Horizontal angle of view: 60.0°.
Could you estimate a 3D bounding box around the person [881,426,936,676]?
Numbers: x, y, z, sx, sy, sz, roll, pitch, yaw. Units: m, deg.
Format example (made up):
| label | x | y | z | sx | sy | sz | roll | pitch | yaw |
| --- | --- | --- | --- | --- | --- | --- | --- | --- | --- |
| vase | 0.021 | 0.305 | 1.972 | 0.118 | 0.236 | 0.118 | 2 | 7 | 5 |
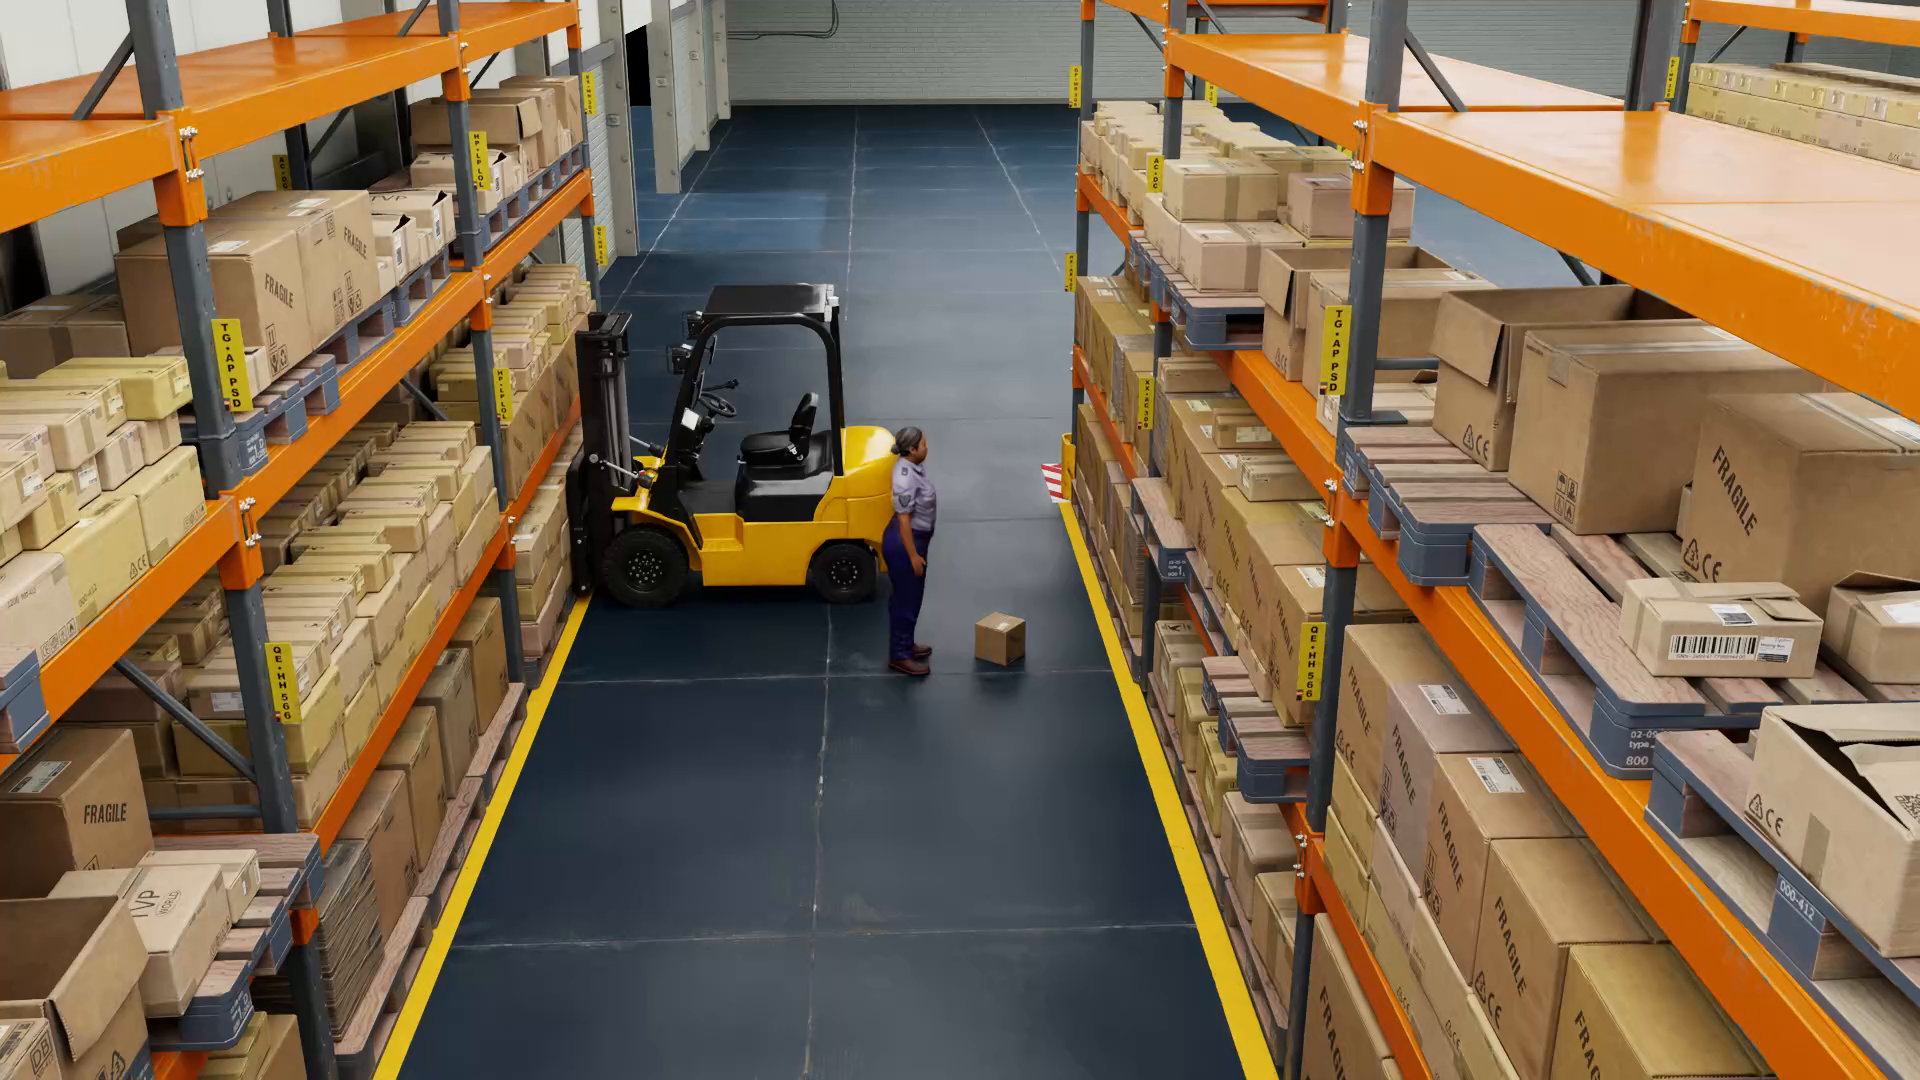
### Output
| label | x | y | z | sx | sy | sz | roll | pitch | yaw |
| --- | --- | --- | --- | --- | --- | --- | --- | --- | --- |
| person | -0.335 | 0.044 | 10.943 | 0.364 | 1.655 | 0.501 | 0 | 21 | -1 |
